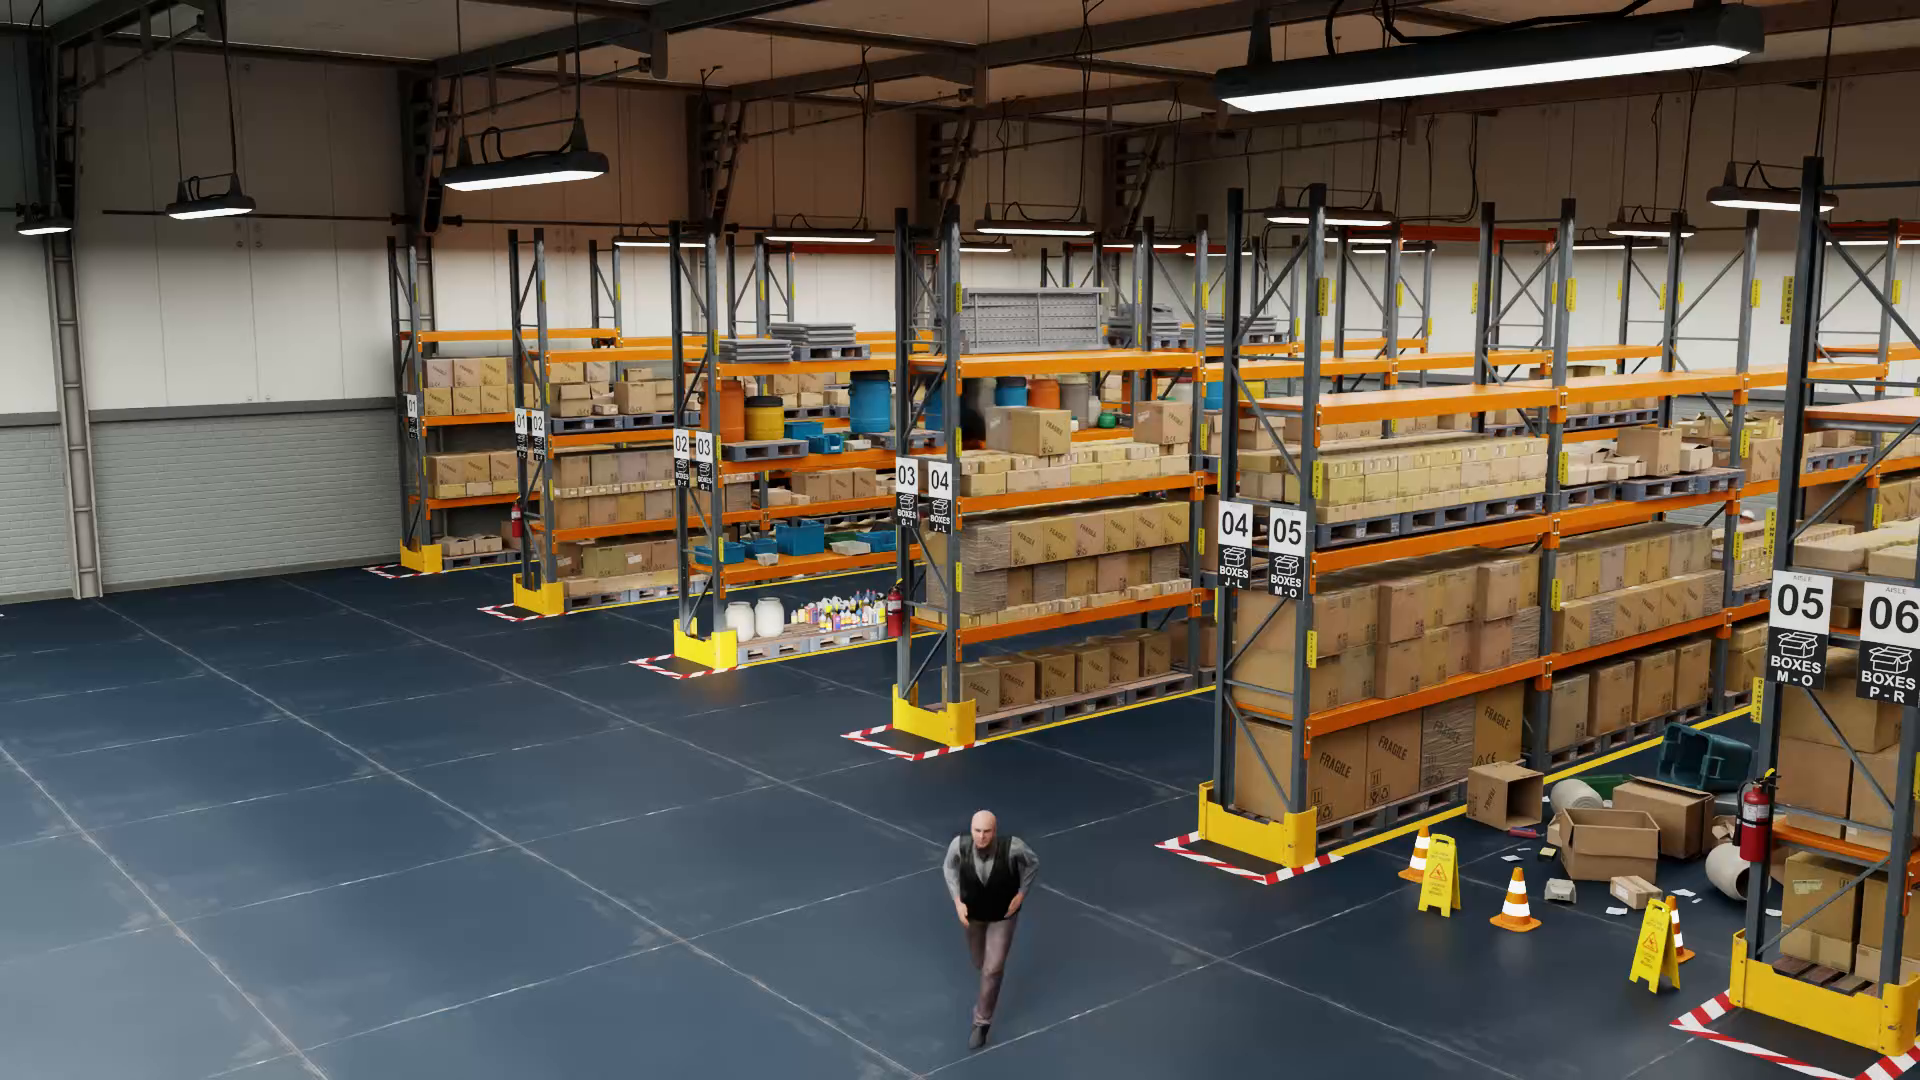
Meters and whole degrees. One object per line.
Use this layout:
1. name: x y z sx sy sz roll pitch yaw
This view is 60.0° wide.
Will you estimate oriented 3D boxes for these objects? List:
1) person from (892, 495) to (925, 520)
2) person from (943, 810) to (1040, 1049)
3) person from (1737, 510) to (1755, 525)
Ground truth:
1. person: -0.900 -0.385 28.716 0.691 1.740 0.572 8 12 42
2. person: 0.224 2.650 11.655 0.672 1.584 0.943 1 9 5
3. person: 11.841 0.446 24.996 0.983 1.813 0.672 -6 11 -35
